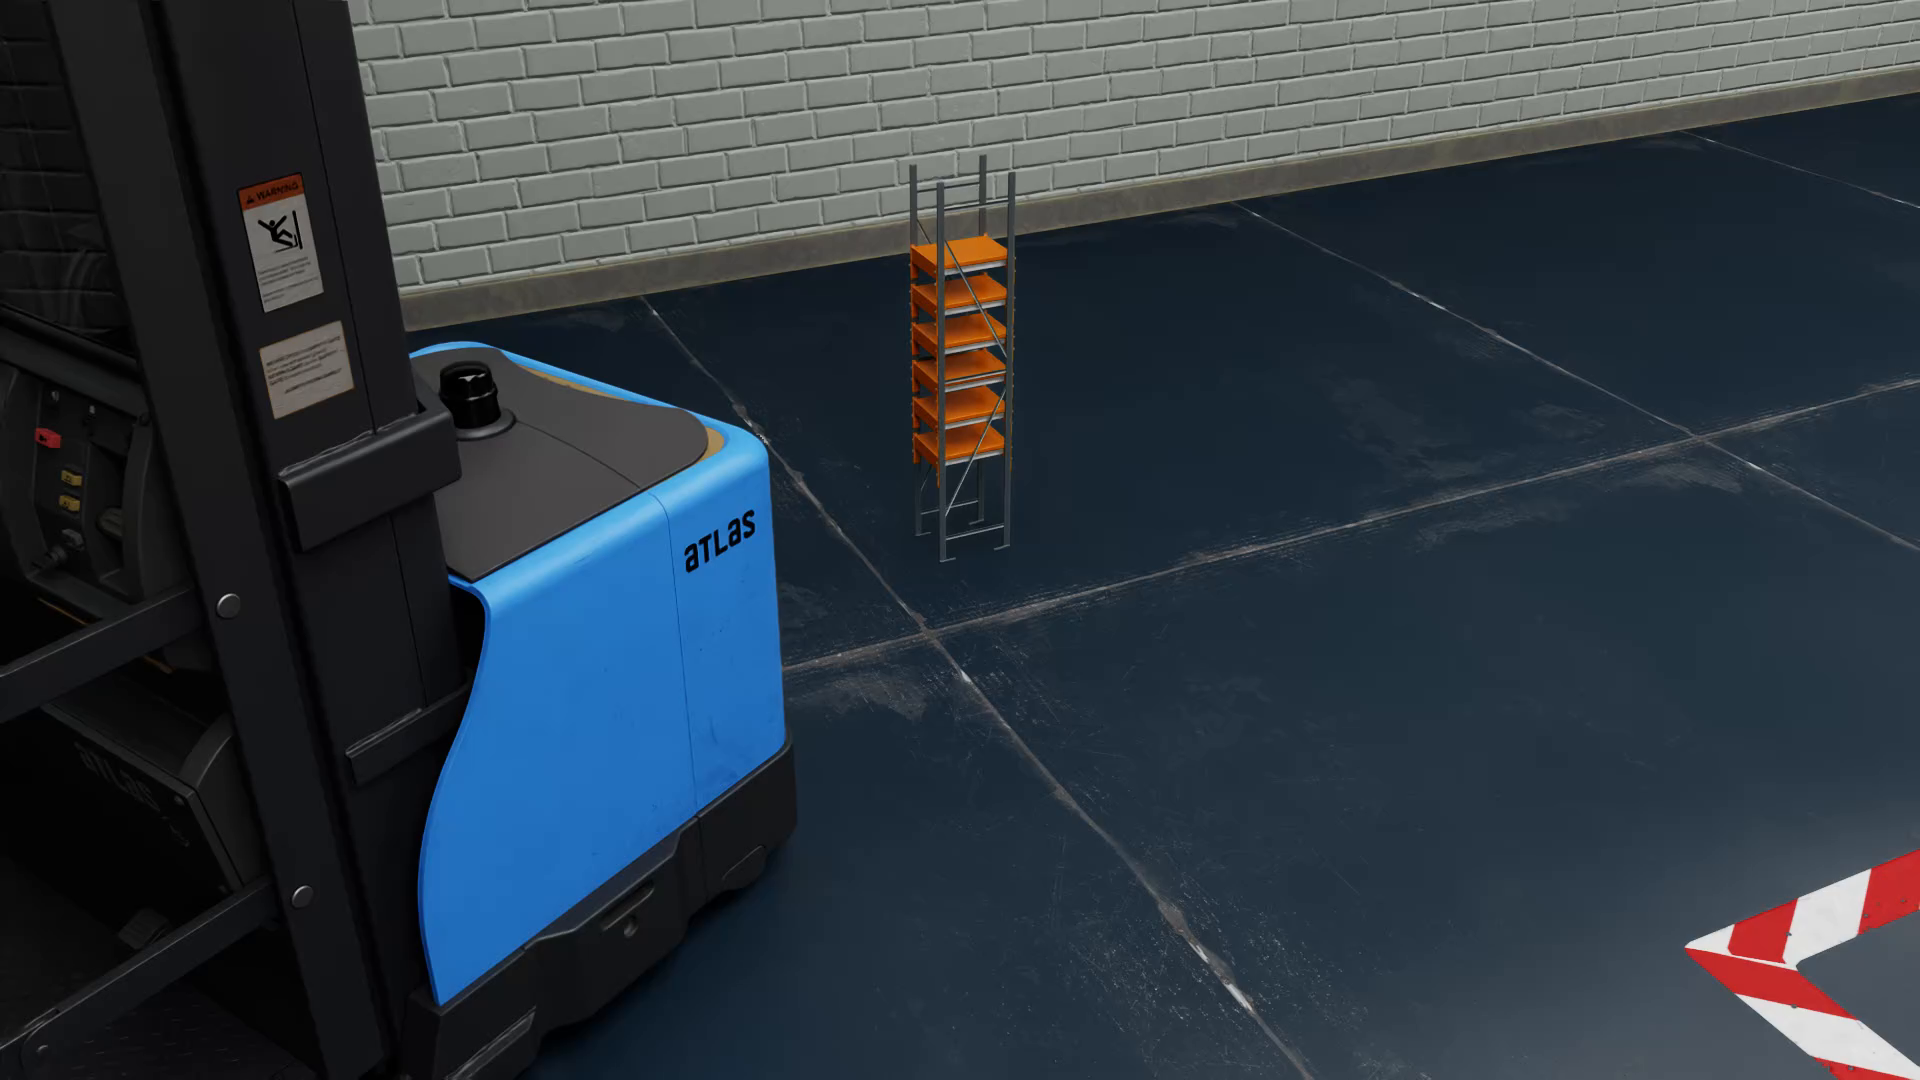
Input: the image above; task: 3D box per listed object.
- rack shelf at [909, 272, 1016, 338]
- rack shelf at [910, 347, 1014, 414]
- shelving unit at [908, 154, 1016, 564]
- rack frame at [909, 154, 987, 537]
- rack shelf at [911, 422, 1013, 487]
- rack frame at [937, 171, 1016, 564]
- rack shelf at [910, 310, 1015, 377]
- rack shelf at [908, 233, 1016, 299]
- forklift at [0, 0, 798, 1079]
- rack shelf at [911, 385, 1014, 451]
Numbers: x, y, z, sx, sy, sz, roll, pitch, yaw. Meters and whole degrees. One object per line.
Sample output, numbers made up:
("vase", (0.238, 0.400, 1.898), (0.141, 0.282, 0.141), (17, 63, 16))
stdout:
("rack shelf", (0.006, -0.688, 4.849), (0.258, 0.103, 0.180), (-13, 32, -22))
("rack shelf", (0.006, -0.478, 4.967), (0.258, 0.103, 0.180), (-13, 32, -22))
("shelving unit", (0.006, -0.517, 4.945), (0.258, 1.200, 0.189), (-13, 32, -22))
("rack frame", (-0.033, -0.557, 5.017), (0.240, 1.200, 0.006), (-13, 32, -22))
("rack shelf", (0.006, -0.269, 5.084), (0.258, 0.103, 0.180), (-13, 32, -22))
("rack frame", (0.046, -0.477, 4.873), (0.240, 1.200, 0.006), (-13, 32, -22))
("rack shelf", (0.006, -0.583, 4.908), (0.258, 0.103, 0.180), (-13, 32, -22))
("rack shelf", (0.006, -0.792, 4.791), (0.258, 0.103, 0.180), (-13, 32, -22))
("forklift", (-1.640, -0.105, 2.441), (1.130, 2.935, 3.031), (19, 34, 30))
("rack shelf", (0.006, -0.374, 5.026), (0.258, 0.103, 0.180), (-13, 32, -22))
